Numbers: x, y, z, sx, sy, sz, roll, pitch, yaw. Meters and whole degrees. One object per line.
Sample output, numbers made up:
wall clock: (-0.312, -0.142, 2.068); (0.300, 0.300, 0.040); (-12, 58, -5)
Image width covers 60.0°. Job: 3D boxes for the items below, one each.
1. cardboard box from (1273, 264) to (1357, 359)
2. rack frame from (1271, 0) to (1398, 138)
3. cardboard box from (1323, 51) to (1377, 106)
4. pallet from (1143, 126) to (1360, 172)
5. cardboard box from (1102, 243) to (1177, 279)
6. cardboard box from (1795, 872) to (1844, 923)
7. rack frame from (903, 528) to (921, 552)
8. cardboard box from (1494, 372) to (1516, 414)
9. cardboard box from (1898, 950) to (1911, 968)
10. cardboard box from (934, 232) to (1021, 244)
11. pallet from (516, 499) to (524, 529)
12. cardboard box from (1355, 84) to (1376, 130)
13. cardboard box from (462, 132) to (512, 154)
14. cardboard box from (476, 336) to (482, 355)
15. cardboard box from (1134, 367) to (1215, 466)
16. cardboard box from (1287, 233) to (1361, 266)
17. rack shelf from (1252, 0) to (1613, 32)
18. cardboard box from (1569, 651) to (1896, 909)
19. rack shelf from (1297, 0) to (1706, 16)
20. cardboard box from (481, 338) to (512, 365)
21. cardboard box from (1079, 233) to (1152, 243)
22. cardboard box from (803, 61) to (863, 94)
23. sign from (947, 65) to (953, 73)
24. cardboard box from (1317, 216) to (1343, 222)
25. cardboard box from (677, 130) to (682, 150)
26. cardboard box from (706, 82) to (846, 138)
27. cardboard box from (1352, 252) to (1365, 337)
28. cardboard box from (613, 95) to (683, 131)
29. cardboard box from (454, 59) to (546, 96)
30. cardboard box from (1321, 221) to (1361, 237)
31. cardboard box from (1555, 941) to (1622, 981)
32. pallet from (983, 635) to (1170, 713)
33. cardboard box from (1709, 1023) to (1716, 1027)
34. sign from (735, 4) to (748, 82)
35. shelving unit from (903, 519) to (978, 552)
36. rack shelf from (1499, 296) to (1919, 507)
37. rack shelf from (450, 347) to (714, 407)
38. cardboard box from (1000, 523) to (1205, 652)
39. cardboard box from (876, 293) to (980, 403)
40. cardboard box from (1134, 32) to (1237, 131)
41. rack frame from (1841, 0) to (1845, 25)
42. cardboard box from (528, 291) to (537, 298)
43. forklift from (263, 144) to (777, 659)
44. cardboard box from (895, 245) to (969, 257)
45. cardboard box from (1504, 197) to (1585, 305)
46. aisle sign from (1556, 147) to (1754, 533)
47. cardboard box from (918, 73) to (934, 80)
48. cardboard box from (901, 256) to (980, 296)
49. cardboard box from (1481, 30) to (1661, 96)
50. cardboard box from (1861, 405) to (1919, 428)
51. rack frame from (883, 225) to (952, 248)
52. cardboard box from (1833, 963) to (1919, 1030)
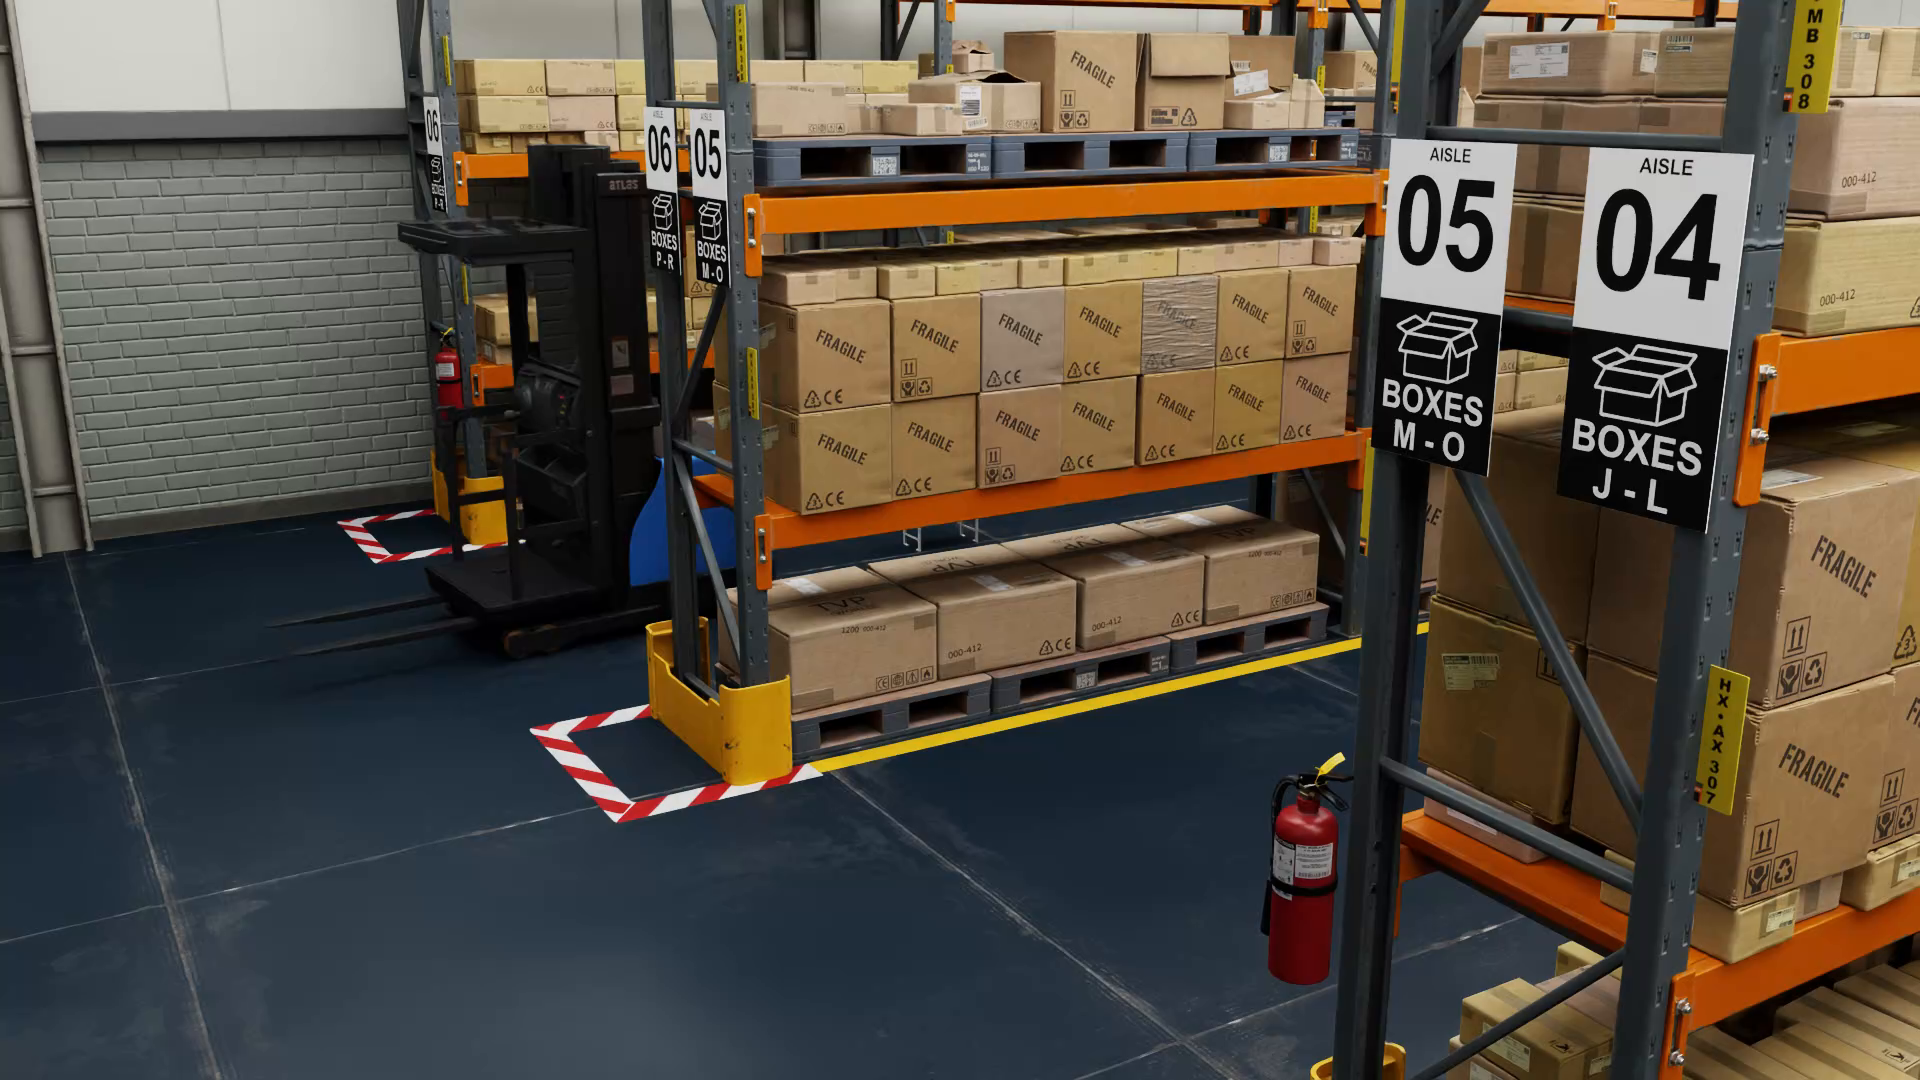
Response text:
cardboard box: (1.928, -1.354, 9.646); (0.500, 0.500, 0.500); (-9, 18, -30)
rack frame: (2.191, -3.843, 9.446); (0.127, 3.000, 1.000); (-9, 18, -30)
cardboard box: (3.806, -4.445, 16.004); (0.500, 0.500, 0.500); (-9, 18, -29)
pallet: (1.484, -2.244, 9.466); (1.213, 0.211, 1.003); (-9, 18, -30)
cardboard box: (0.962, -1.516, 9.023); (0.250, 0.149, 0.380); (-10, 18, -31)
cardboard box: (2.041, 0.840, 4.321); (0.250, 0.149, 0.380); (-8, 18, -28)
rack frame: (-0.351, -0.521, 12.045); (0.015, 1.200, 0.240); (-9, 18, -30)
cardboard box: (3.147, -0.954, 10.535); (0.500, 0.250, 0.500); (-10, 18, -31)
cardboard box: (3.260, 1.369, 5.922); (0.250, 0.149, 0.380); (-9, 18, -30)
cardboard box: (0.161, -2.368, 14.336); (0.500, 0.500, 0.700); (-9, 18, -28)
pallet: (-3.050, -0.325, 13.178); (1.213, 0.211, 1.003); (-9, 18, -30)
cardboard box: (2.838, -2.729, 10.417); (0.500, 0.311, 0.500); (-9, 18, -30)
cardboard box: (-3.405, -2.860, 11.963); (0.250, 0.149, 0.380); (-9, 18, -29)
cardboard box: (-3.652, -1.533, 12.787); (0.250, 0.149, 0.380); (-9, 18, -30)
cardboard box: (1.063, -0.733, 9.281); (0.500, 0.500, 0.500); (-10, 18, -31)
cardboard box: (2.091, -1.680, 9.605); (0.250, 0.149, 0.380); (-10, 18, -31)
rack shelf: (4.774, -5.286, 16.668); (4.000, 0.370, 1.077); (-9, 18, -30)
cardboard box: (1.925, 0.543, 4.178); (0.500, 0.500, 0.500); (-8, 18, -27)
rack shelf: (3.905, -3.582, 10.589); (4.000, 0.370, 1.077); (-9, 18, -30)
cardboard box: (-3.374, -1.407, 12.338); (0.250, 0.149, 0.380); (-9, 18, -30)
cardboard box: (0.890, -1.677, 9.595); (0.250, 0.149, 0.380); (-10, 18, -31)
cardboard box: (-1.108, -3.660, 13.151); (0.500, 0.250, 0.500); (-10, 18, -31)
sign: (-0.083, -3.671, 13.432); (0.005, 0.325, 0.100); (-9, 18, -30)
cardboard box: (3.655, -3.195, 16.862); (0.250, 0.149, 0.380); (-9, 18, -30)
cardboard box: (-2.297, -3.032, 12.576); (0.250, 0.149, 0.380); (-9, 18, -30)
cardboard box: (-0.899, -2.104, 8.115); (0.500, 0.250, 0.500); (-11, 19, -35)
cardboard box: (2.716, -1.478, 10.089); (0.500, 0.500, 0.500); (-9, 18, -29)
cardboard box: (-2.406, -3.203, 12.450); (0.500, 0.250, 0.500); (-10, 18, -31)
cardboard box: (-3.288, -3.306, 11.888); (0.500, 0.250, 0.500); (-9, 18, -30)
cardboard box: (3.713, -3.032, 16.282); (0.250, 0.149, 0.380); (-9, 18, -29)
cardboard box: (2.123, 1.398, 5.267); (0.250, 0.149, 0.380); (-10, 18, -31)
pallet: (0.452, 0.647, 9.711); (1.213, 0.211, 1.003); (-9, 18, -30)
cardboard box: (2.148, 1.548, 5.281); (0.250, 0.149, 0.380); (-10, 19, -32)
sign: (-0.957, -2.172, 7.278); (0.005, 0.325, 0.100); (-9, 18, -30)
shelving unit: (-0.142, -0.555, 12.166); (0.503, 1.200, 0.258); (-9, 18, -30)
rack shelf: (3.112, -0.643, 4.921); (4.000, 0.370, 1.077); (-9, 18, -30)
rack shelf: (-2.083, -1.478, 13.456); (4.000, 0.370, 1.077); (-9, 18, -30)
cardboard box: (0.830, 0.264, 9.878); (0.875, 0.438, 0.875); (-10, 18, -31)
cardboard box: (-0.241, -1.002, 8.389); (0.500, 0.500, 0.500); (-10, 18, -31)
cardboard box: (1.051, -2.504, 9.072); (0.637, 0.503, 0.797); (-8, 17, -25)
rack frame: (9.917, -6.659, 19.492); (0.127, 3.000, 1.000); (-9, 18, -30)
cardboard box: (-3.097, -1.814, 13.050); (0.500, 0.250, 0.500); (-9, 18, -30)
forklift: (-2.692, -0.866, 10.068); (3.031, 2.935, 1.130); (-11, 19, -35)
cardboard box: (-0.153, -1.478, 8.885); (0.250, 0.149, 0.380); (-9, 18, -30)
cardboard box: (1.652, -0.763, 4.296); (0.500, 0.250, 0.500); (-10, 18, -31)
aisle sign: (1.490, -0.439, 3.602); (0.004, 0.787, 0.394); (-9, 18, -30)
cardboard box: (-0.172, -3.888, 14.115); (0.250, 0.149, 0.380); (-10, 18, -30)
cardboard box: (-0.105, -1.329, 8.352); (0.250, 0.149, 0.380); (-10, 18, -32)
cardboard box: (1.531, -1.186, 4.139); (0.250, 0.149, 0.380); (-9, 18, -30)
cardboard box: (2.806, -0.079, 4.547); (0.500, 0.500, 0.500); (-10, 18, -31)
rack frame: (-0.369, -2.102, 14.351); (0.127, 3.000, 1.000); (-9, 18, -30)
cardboard box: (2.891, 1.461, 5.041); (0.250, 0.149, 0.380); (-8, 18, -28)
